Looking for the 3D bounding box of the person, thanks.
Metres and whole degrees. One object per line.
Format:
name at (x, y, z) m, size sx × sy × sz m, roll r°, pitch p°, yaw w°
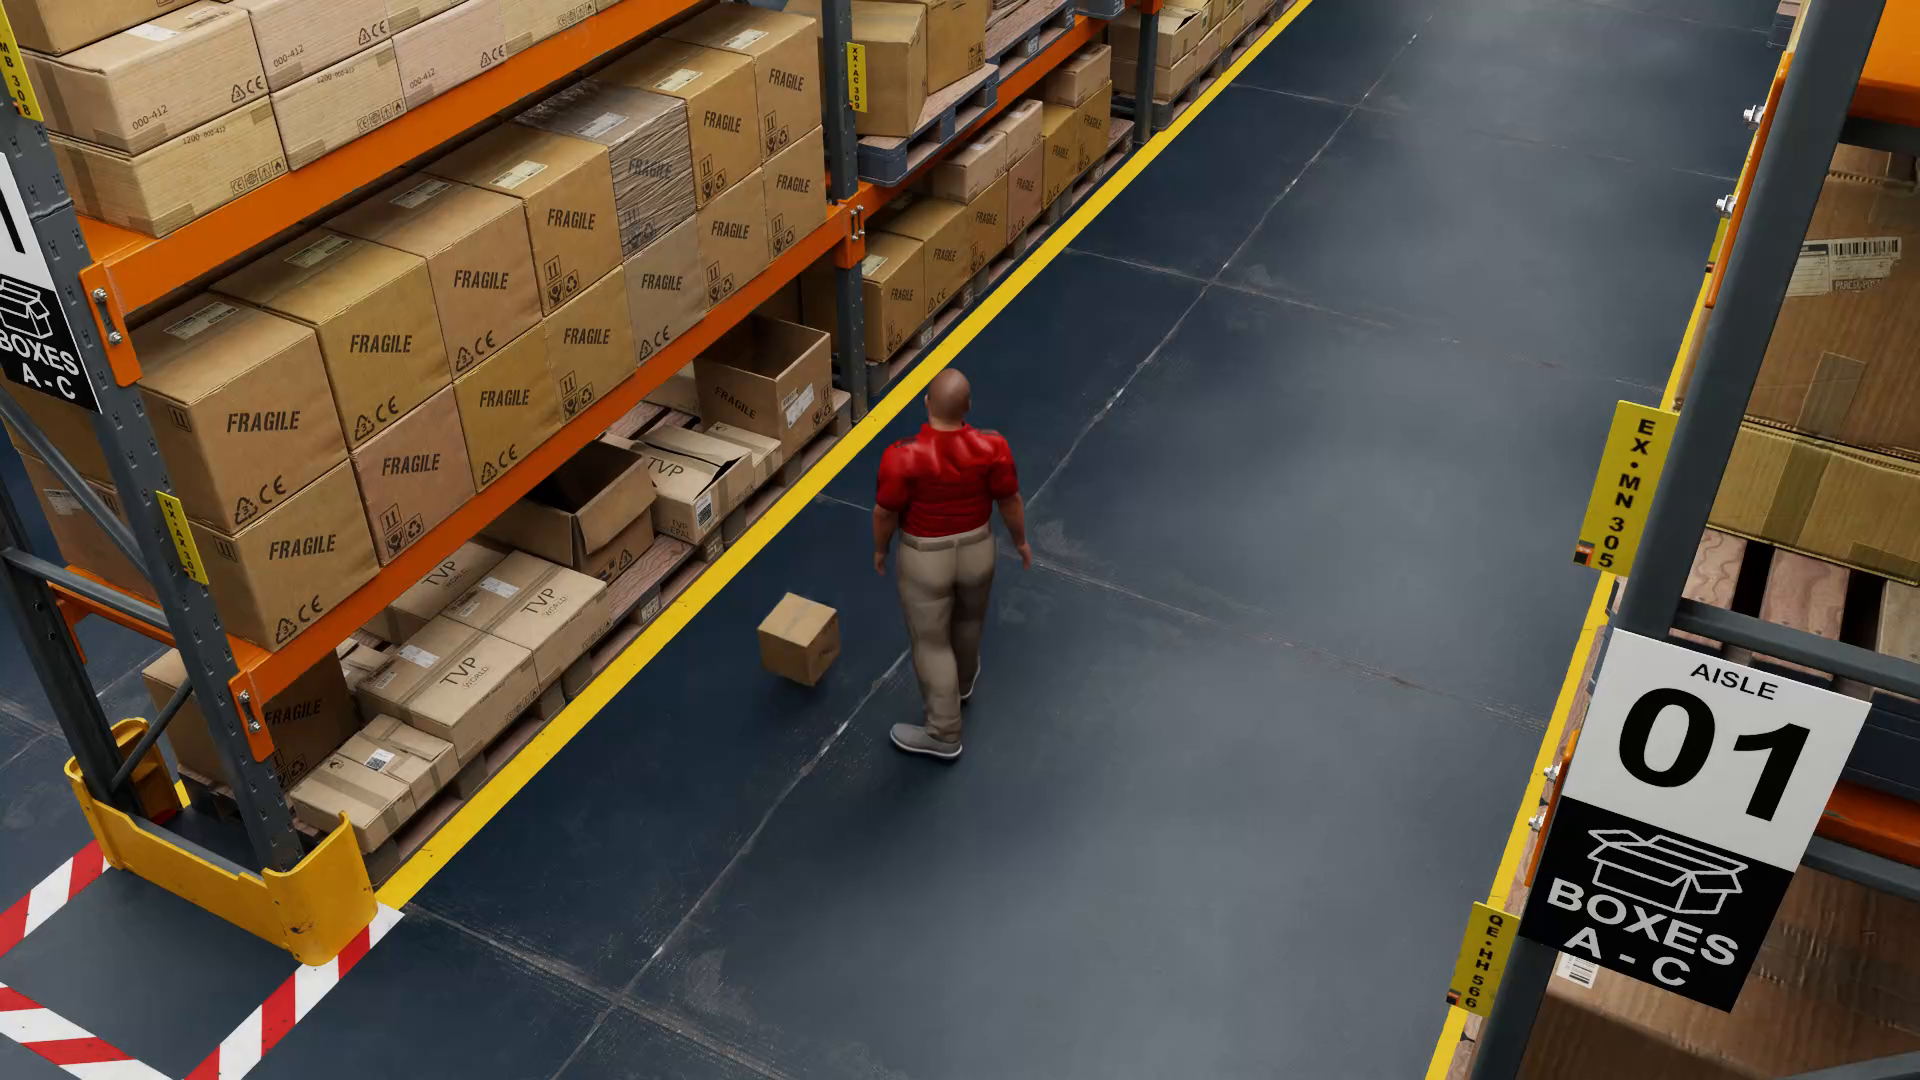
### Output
person at (-0.029, 0.046, 6.700) m, size 0.652 × 1.717 × 0.643 m, roll -11°, pitch 39°, yaw -14°
